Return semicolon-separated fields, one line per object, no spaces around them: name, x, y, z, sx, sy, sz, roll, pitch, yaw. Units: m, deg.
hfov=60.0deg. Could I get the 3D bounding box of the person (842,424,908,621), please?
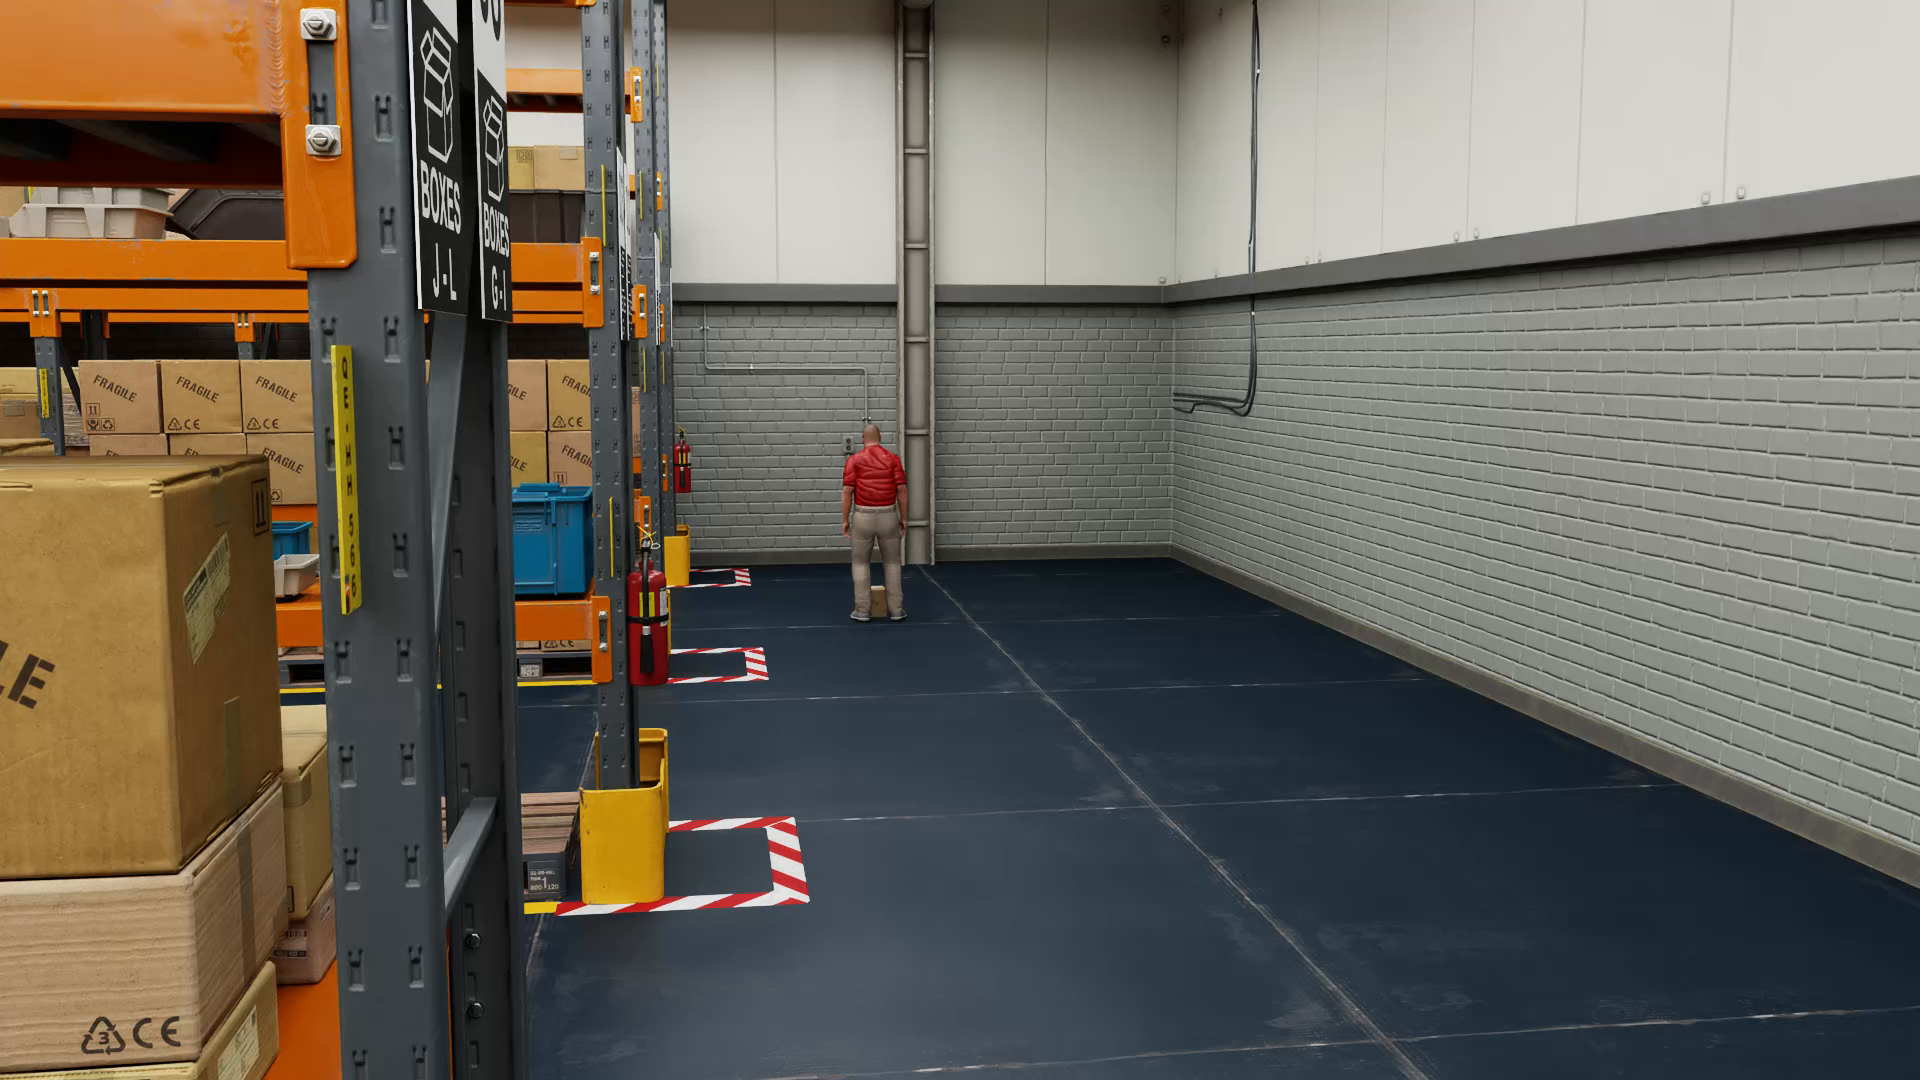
person;-0.749;-0.153;14.627;0.587;1.726;0.389;-1;7;-9
